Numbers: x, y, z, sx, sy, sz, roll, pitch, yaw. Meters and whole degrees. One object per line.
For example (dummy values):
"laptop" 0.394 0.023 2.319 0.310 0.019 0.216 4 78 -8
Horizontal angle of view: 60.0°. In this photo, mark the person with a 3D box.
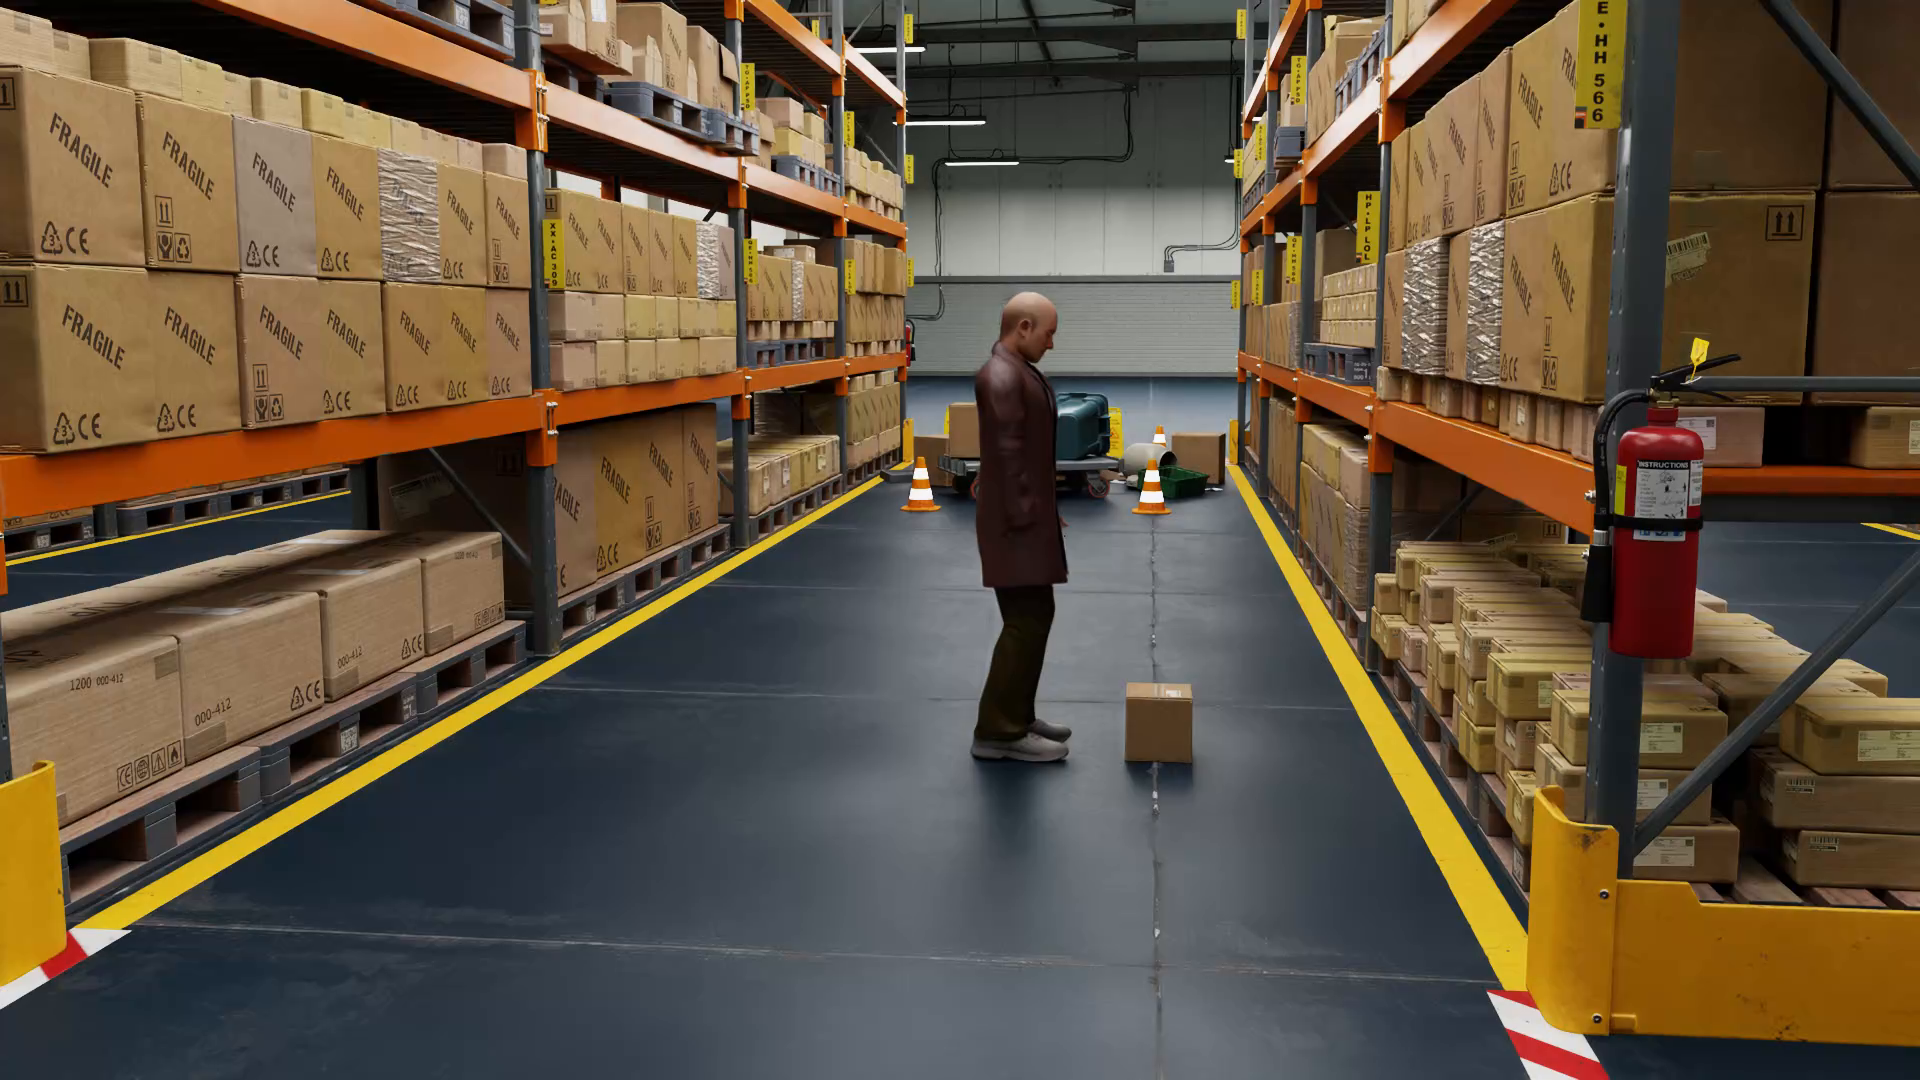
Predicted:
"person" 0.244 -0.059 6.374 0.383 1.765 0.567 1 7 7
